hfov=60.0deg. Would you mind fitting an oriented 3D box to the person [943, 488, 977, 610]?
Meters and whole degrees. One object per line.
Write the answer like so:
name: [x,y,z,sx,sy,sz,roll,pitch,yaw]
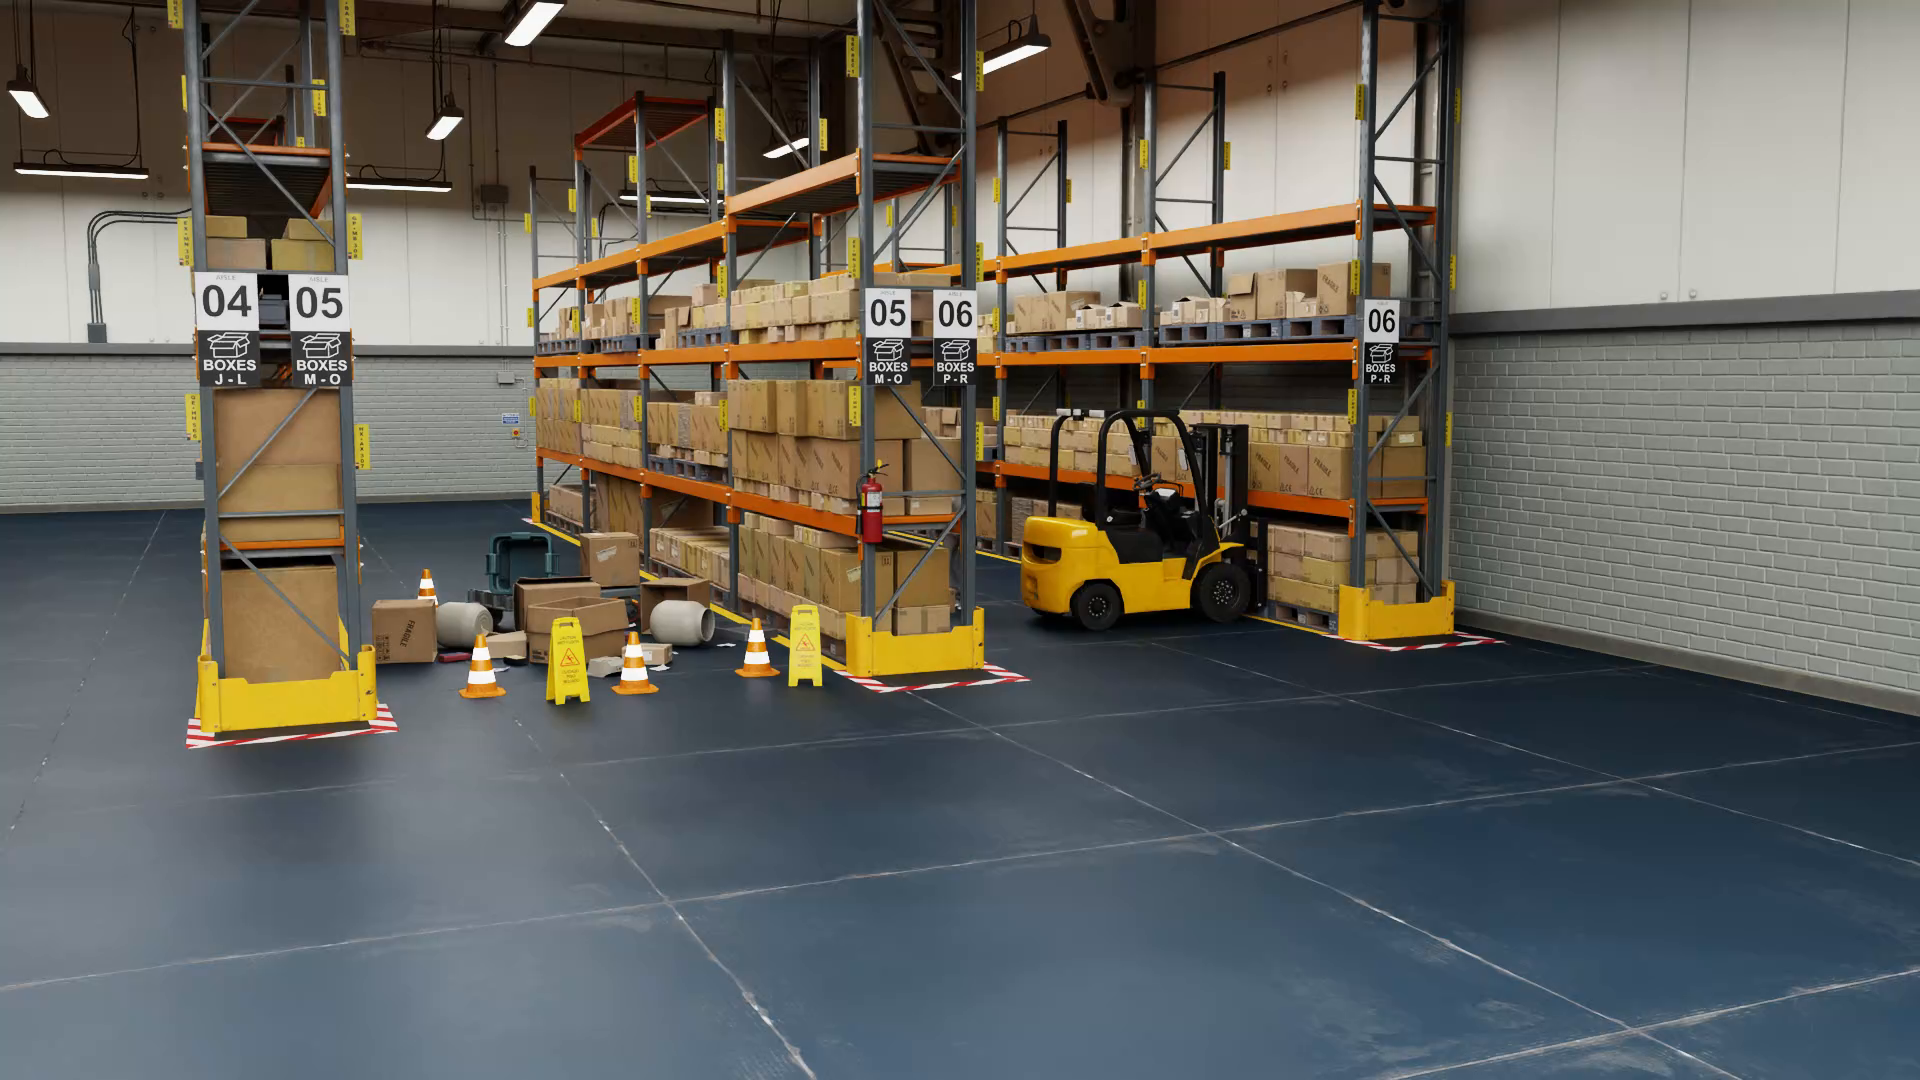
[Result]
person: [0.001,-0.024,17.787,0.426,1.542,0.383,4,7,38]
